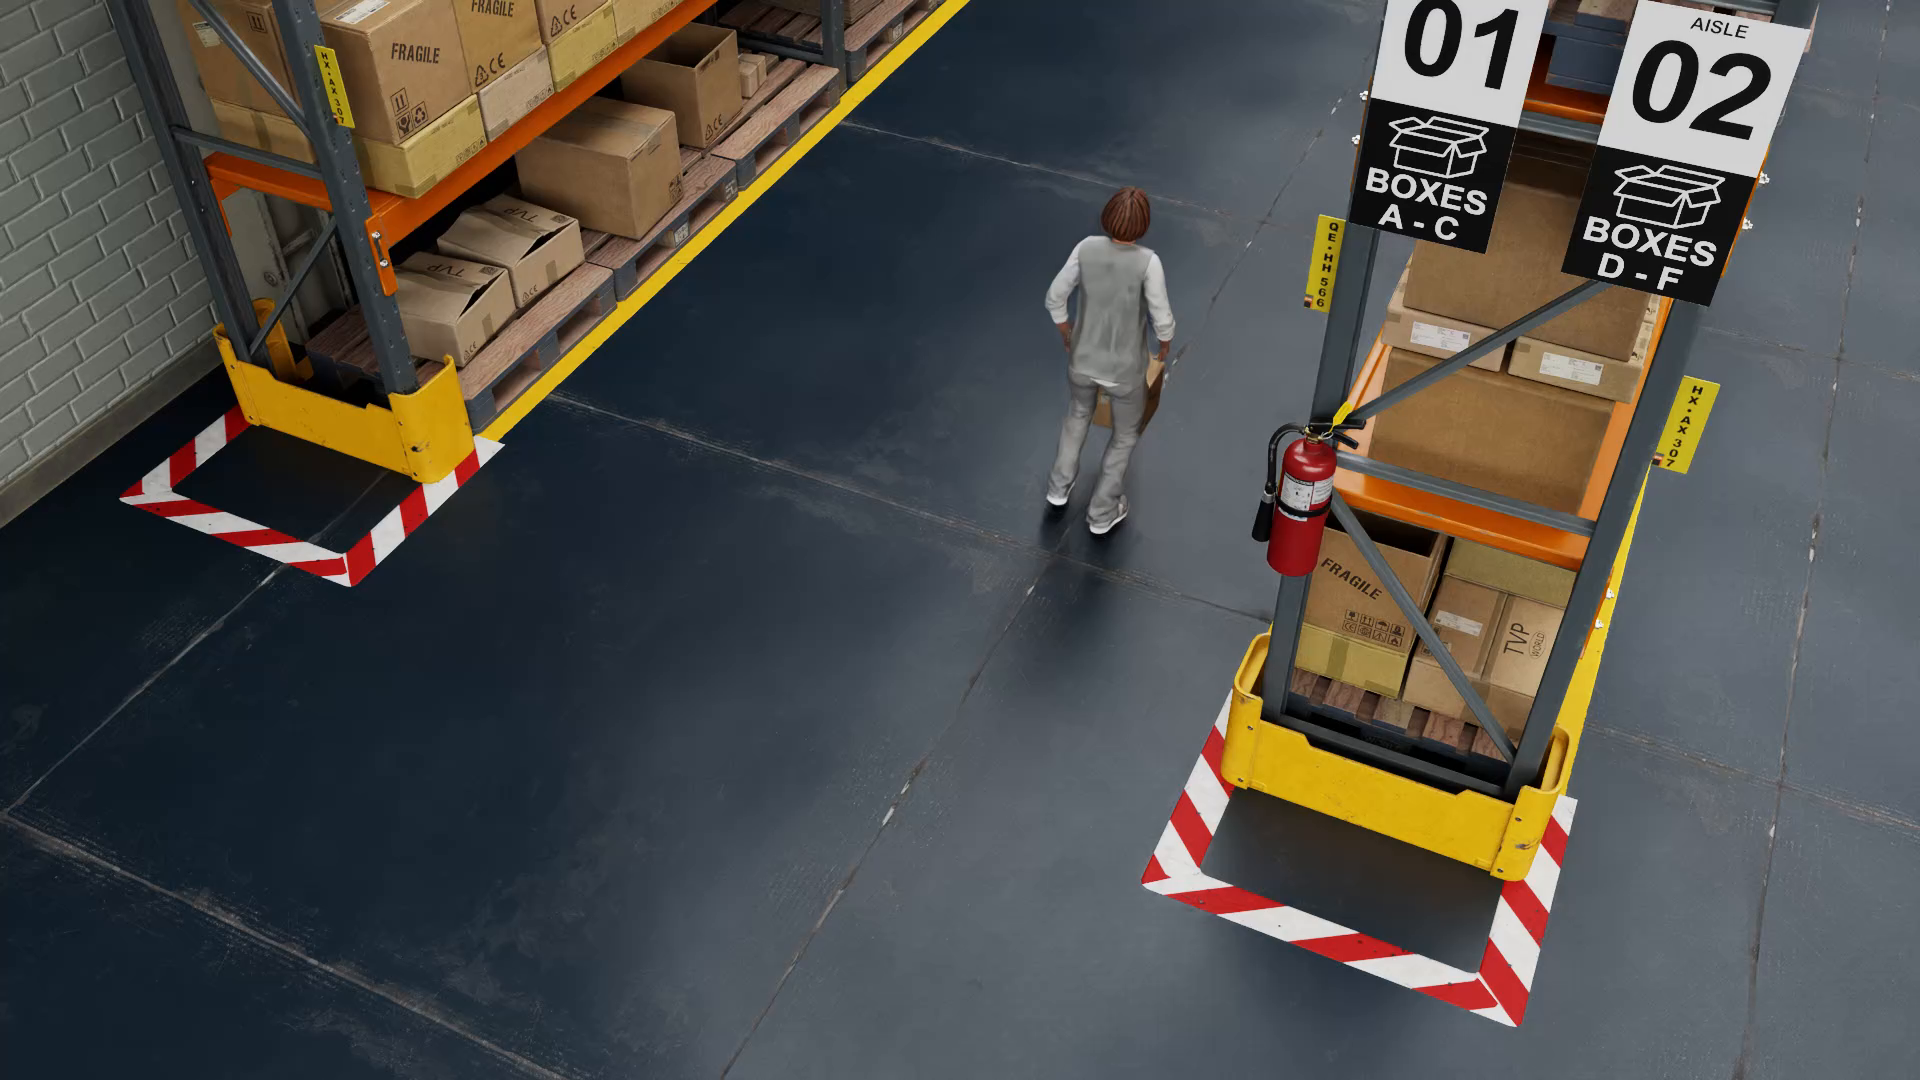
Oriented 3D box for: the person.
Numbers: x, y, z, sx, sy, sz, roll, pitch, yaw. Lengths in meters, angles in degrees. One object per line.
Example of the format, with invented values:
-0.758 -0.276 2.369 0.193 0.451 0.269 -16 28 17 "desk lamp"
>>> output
0.615 -0.750 7.017 0.550 1.551 0.478 20 46 20 "person"
